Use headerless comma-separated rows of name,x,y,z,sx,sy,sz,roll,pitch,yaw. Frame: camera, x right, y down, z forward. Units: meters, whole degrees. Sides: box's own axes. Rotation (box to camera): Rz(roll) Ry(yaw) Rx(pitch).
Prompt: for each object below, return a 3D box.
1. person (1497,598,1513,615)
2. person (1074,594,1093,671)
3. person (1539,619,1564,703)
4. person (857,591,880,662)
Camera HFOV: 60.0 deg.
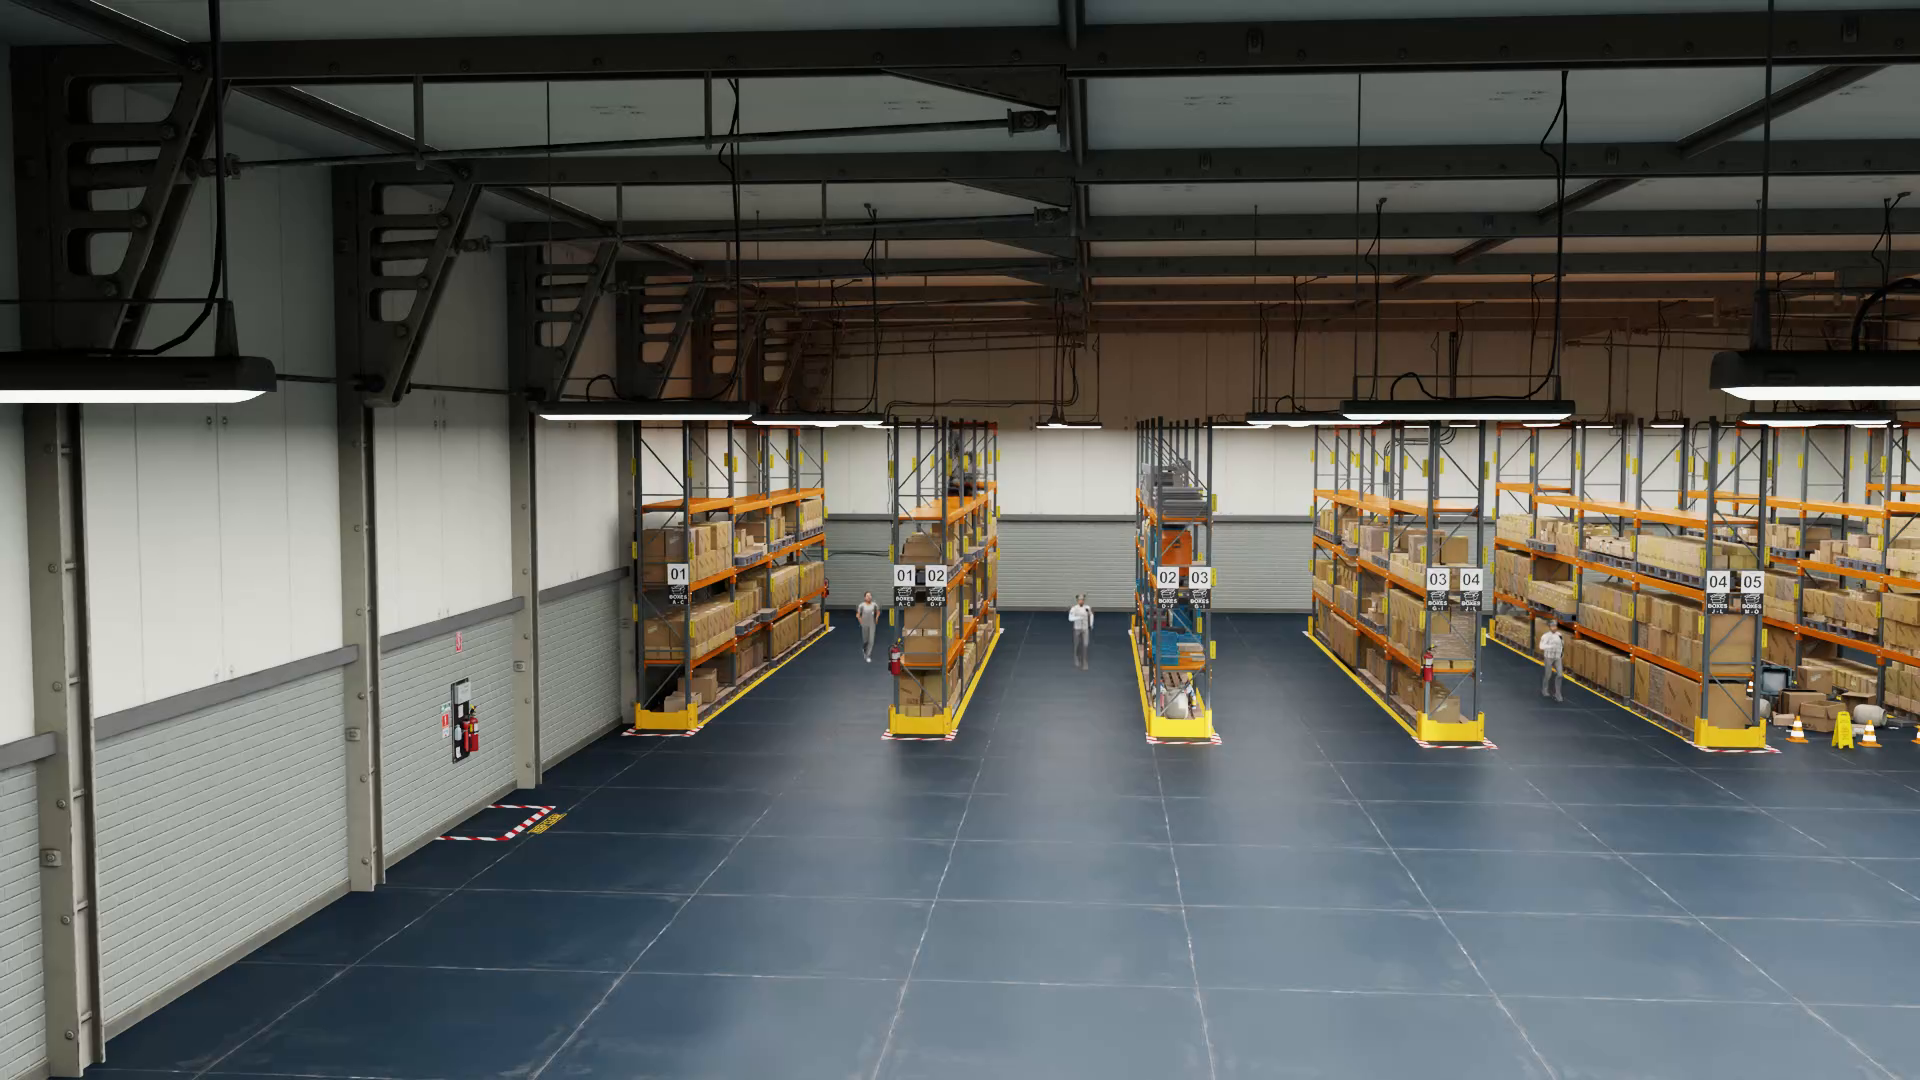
person,15.601,1.792,47.601,0.540,1.637,0.750,3,5,34
person,2.853,2.102,38.454,0.451,1.736,0.795,0,4,-1
person,12.635,2.554,35.471,0.600,1.746,0.744,0,4,0
person,-2.171,2.044,39.467,0.565,1.644,0.731,-1,4,-10
